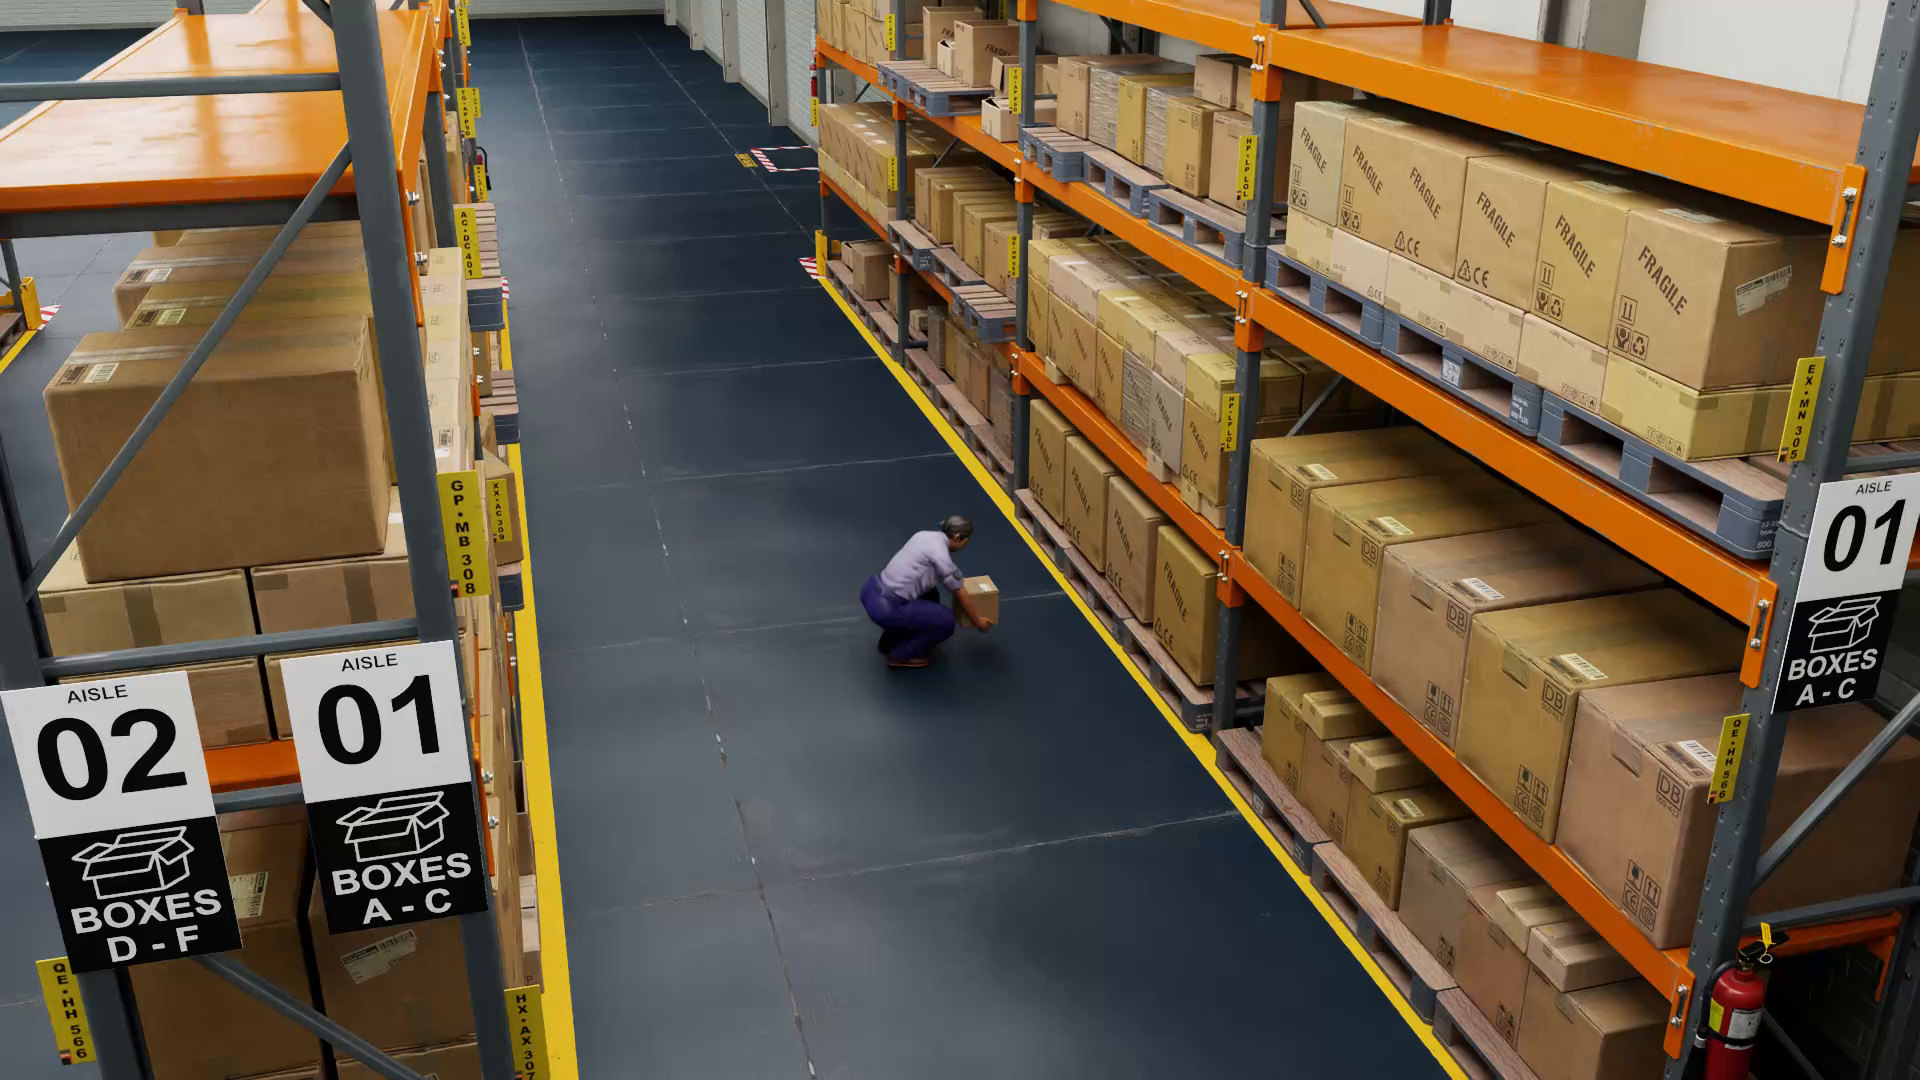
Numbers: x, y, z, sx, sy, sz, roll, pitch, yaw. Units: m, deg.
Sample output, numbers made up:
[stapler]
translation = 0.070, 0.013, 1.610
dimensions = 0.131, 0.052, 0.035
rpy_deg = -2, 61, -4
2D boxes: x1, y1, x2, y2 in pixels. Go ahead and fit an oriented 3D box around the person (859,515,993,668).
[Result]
[person]
translation = -0.225, 0.322, 10.832
dimensions = 0.852, 0.938, 0.517
rpy_deg = -7, 24, -15
